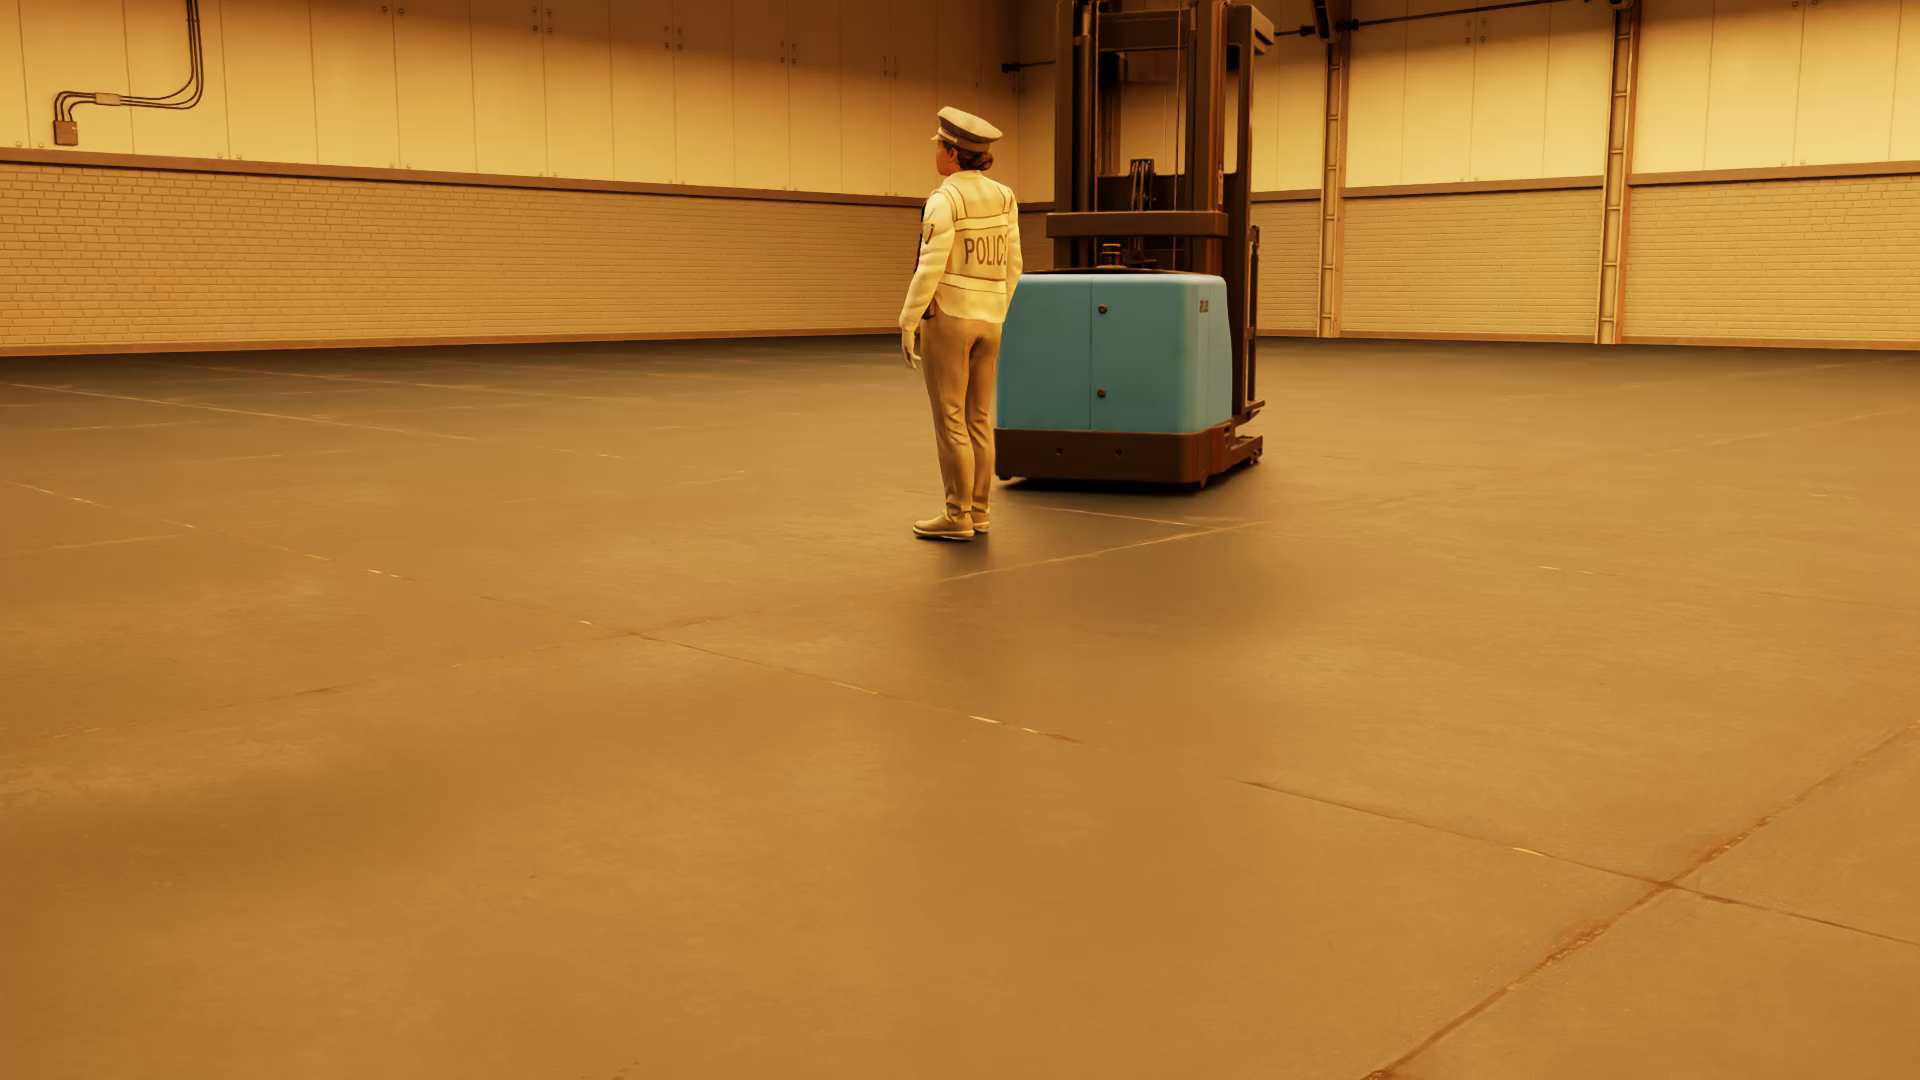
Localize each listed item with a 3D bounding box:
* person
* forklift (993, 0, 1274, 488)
[{"bbox_3d":[-0.045,-0.853,6.642,0.530,1.694,0.587,8,12,43],"label":"person"},{"bbox_3d":[1.138,-1.888,9.410,1.130,2.935,3.031,3,9,19],"label":"forklift"}]
